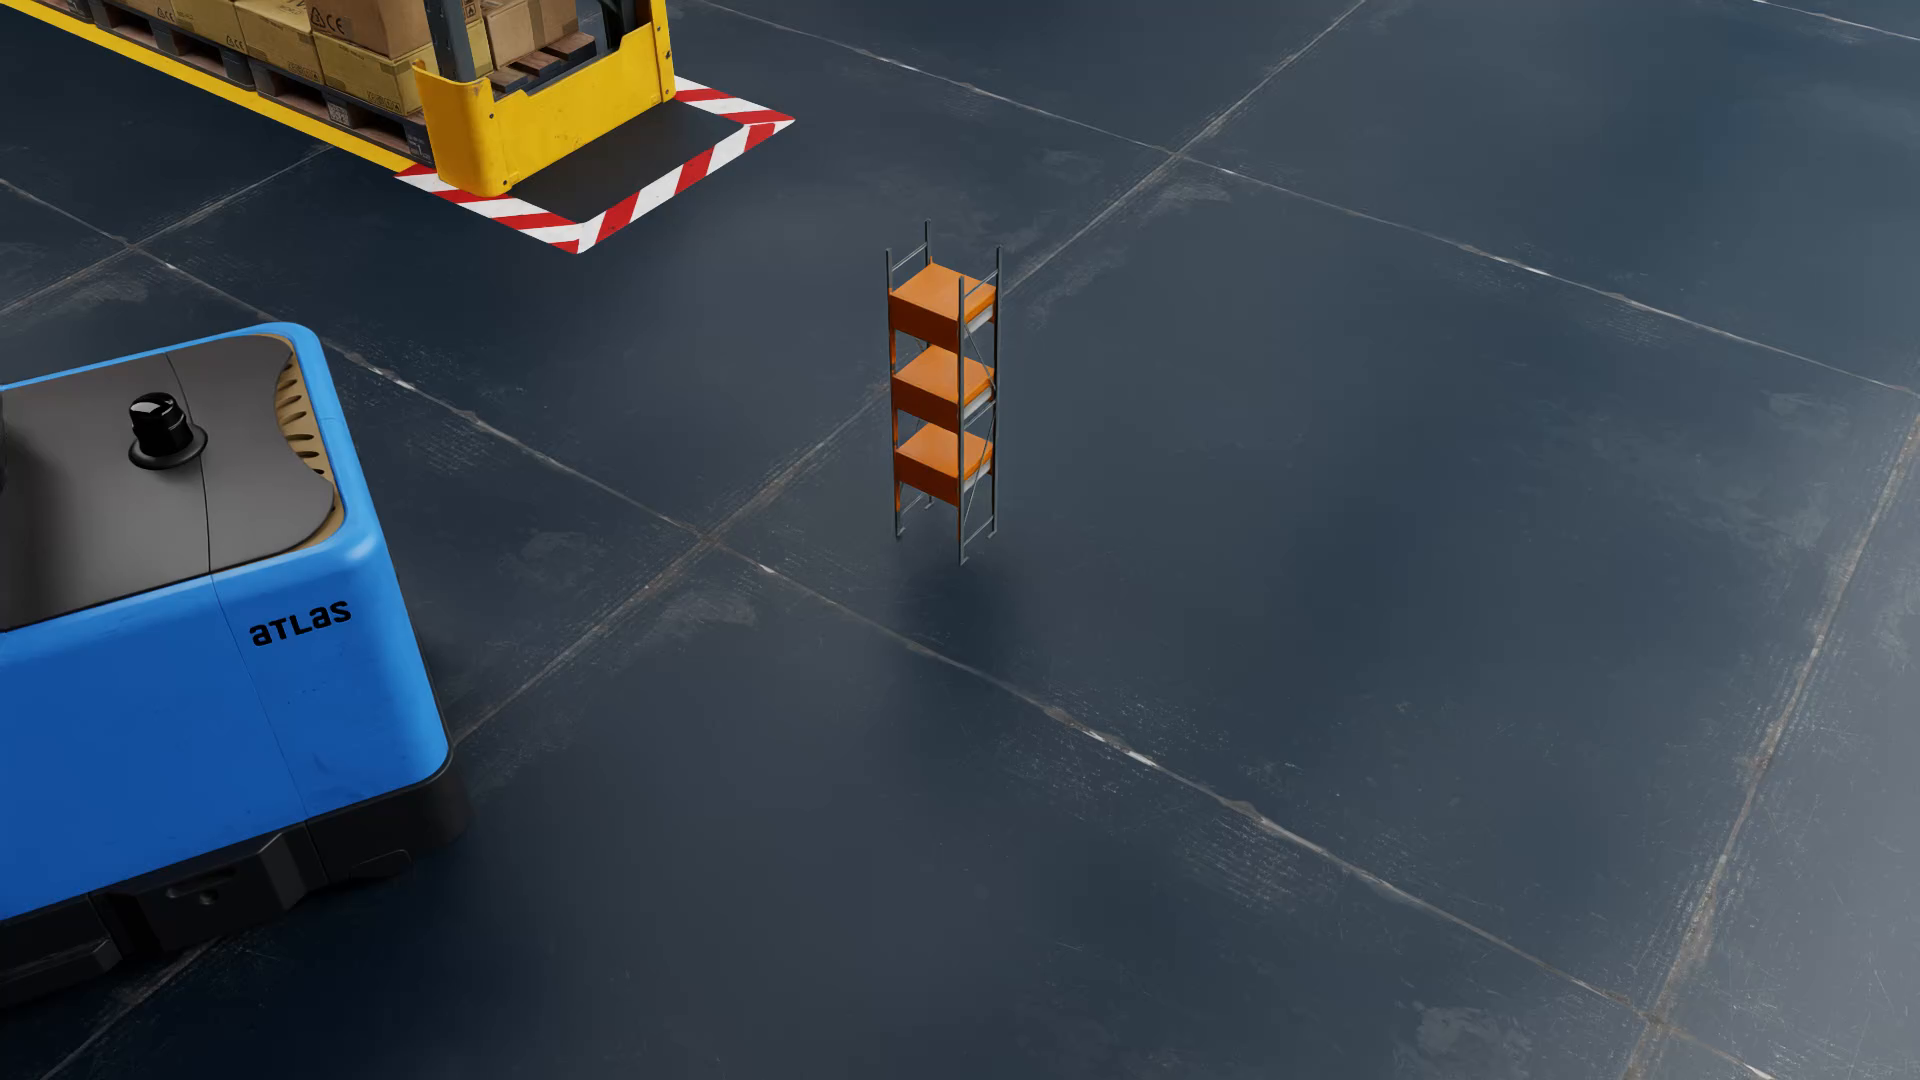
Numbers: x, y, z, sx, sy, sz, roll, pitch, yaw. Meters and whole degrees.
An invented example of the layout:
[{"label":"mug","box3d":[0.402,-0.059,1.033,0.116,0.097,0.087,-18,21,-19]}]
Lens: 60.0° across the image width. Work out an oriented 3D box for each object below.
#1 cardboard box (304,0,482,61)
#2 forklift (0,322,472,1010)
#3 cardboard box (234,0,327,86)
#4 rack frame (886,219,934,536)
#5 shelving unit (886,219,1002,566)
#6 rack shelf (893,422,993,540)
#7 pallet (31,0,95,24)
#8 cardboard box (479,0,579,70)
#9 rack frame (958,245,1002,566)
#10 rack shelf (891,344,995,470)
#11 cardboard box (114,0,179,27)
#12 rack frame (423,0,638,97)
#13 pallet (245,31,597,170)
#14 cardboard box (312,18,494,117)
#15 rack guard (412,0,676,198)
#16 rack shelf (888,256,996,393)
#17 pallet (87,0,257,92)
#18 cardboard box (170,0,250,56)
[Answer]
[{"label":"cardboard box","box3d":[-2.361,-2.351,6.813,0.500,0.500,0.500,25,48,25]},{"label":"forklift","box3d":[-2.831,-0.163,3.234,3.031,2.935,1.130,-18,45,-19]},{"label":"cardboard box","box3d":[-2.776,-2.258,7.271,0.500,0.250,0.500,25,48,25]},{"label":"rack frame","box3d":[-0.144,-0.458,4.975,0.008,1.050,0.200,25,48,25]},{"label":"shelving unit","box3d":[-0.044,-0.412,4.923,0.252,1.050,0.215,25,48,25]},{"label":"rack shelf","box3d":[-0.044,-0.197,5.115,0.240,0.259,0.215,25,48,25]},{"label":"pallet","box3d":[-4.398,-3.062,8.514,1.213,0.211,1.003,25,48,25]},{"label":"cardboard box","box3d":[-2.062,-2.356,7.380,0.500,0.250,0.500,25,48,25]},{"label":"rack frame","box3d":[0.056,-0.365,4.871,0.008,1.050,0.200,25,48,25]},{"label":"rack shelf","box3d":[-0.044,-0.404,4.930,0.240,0.259,0.215,25,48,25]},{"label":"cardboard box","box3d":[-3.594,-2.641,7.699,0.500,0.250,0.500,25,48,25]},{"label":"rack frame","box3d":[-1.751,-2.897,6.238,0.127,3.000,1.000,25,48,25]},{"label":"pallet","box3d":[-2.401,-2.128,7.470,1.213,0.211,1.003,25,48,25]},{"label":"cardboard box","box3d":[-2.359,-2.073,7.064,0.500,0.250,0.500,25,48,25]},{"label":"rack guard","box3d":[-1.731,-1.957,7.062,0.348,0.500,1.175,25,48,25]},{"label":"rack shelf","box3d":[-0.044,-0.615,4.741,0.240,0.259,0.215,25,48,25]},{"label":"pallet","box3d":[-3.395,-2.596,7.992,1.213,0.211,1.003,25,48,25]},{"label":"cardboard box","box3d":[-3.186,-2.448,7.484,0.500,0.250,0.500,25,48,25]}]
